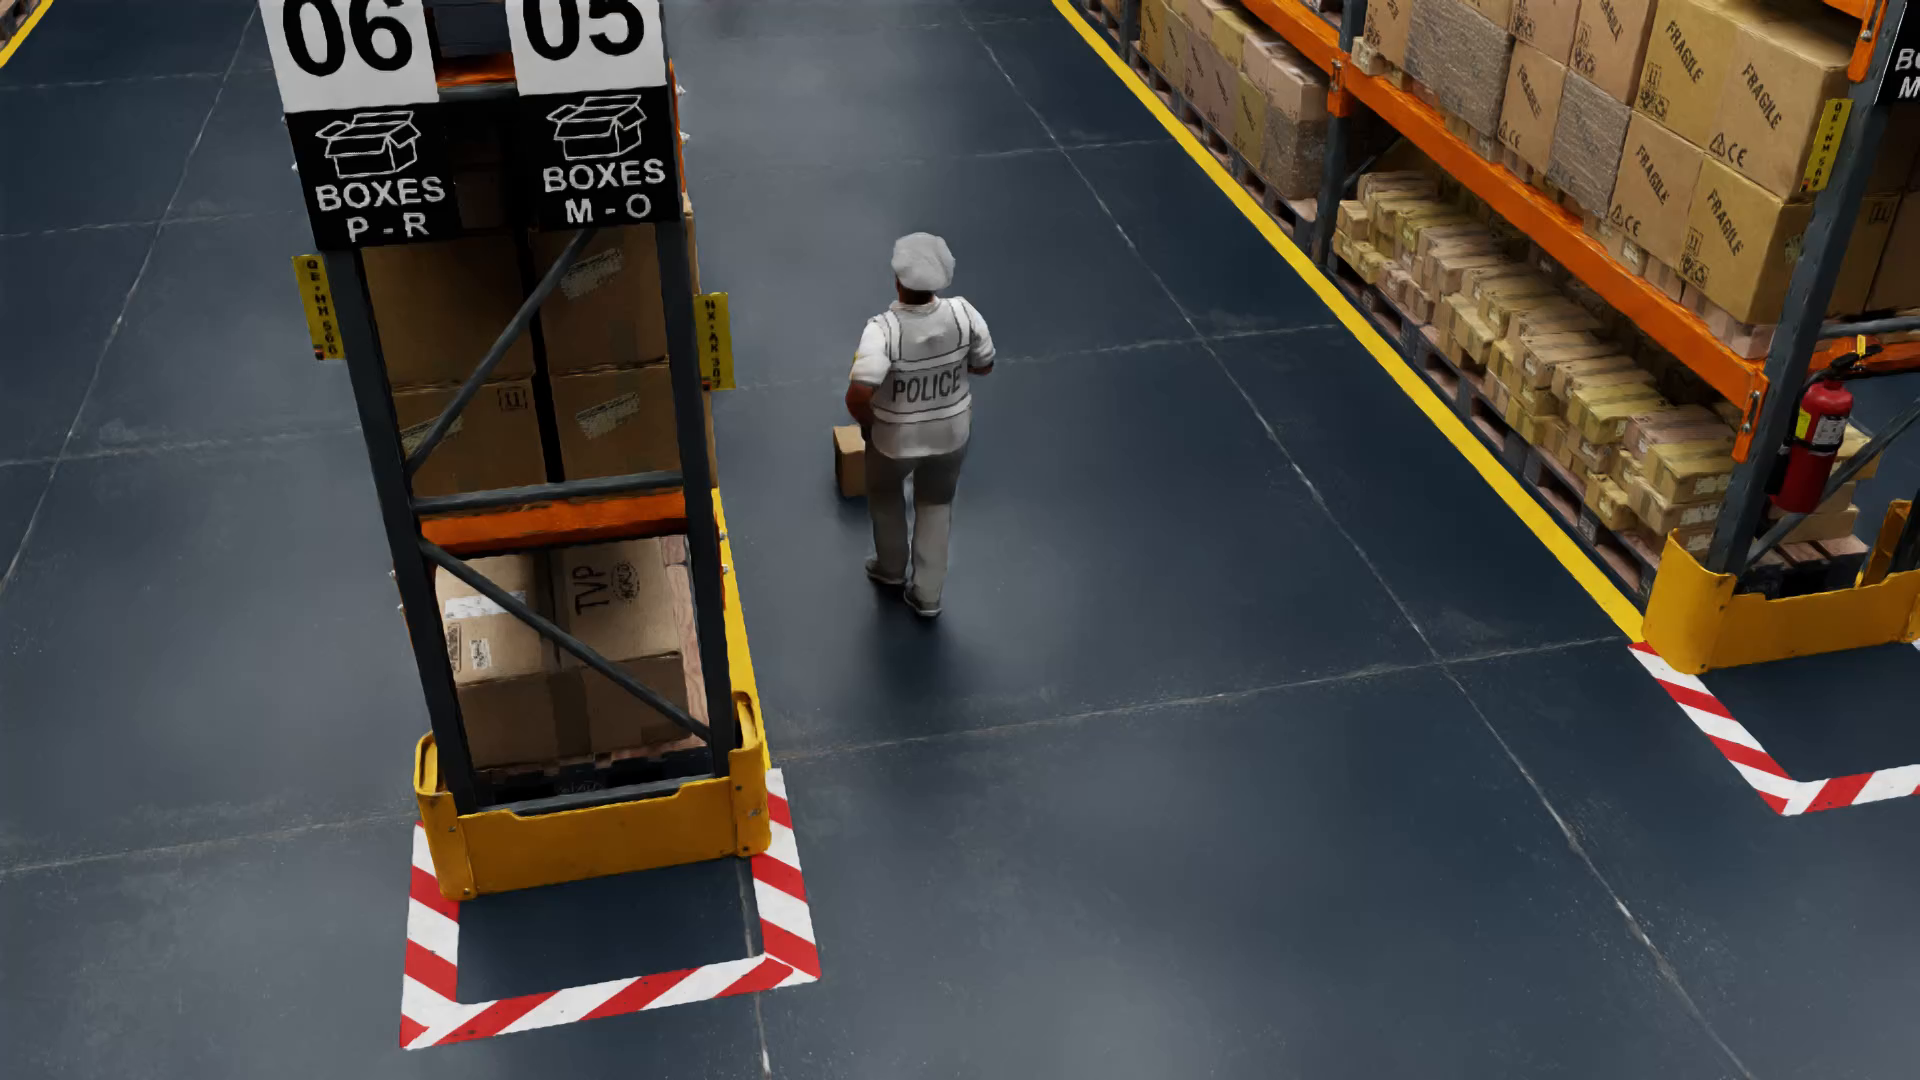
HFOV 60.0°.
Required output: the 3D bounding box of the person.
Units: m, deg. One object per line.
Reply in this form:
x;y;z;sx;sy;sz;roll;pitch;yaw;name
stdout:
-0.183;-0.462;6.838;0.640;1.794;0.686;-7;35;-10;person
